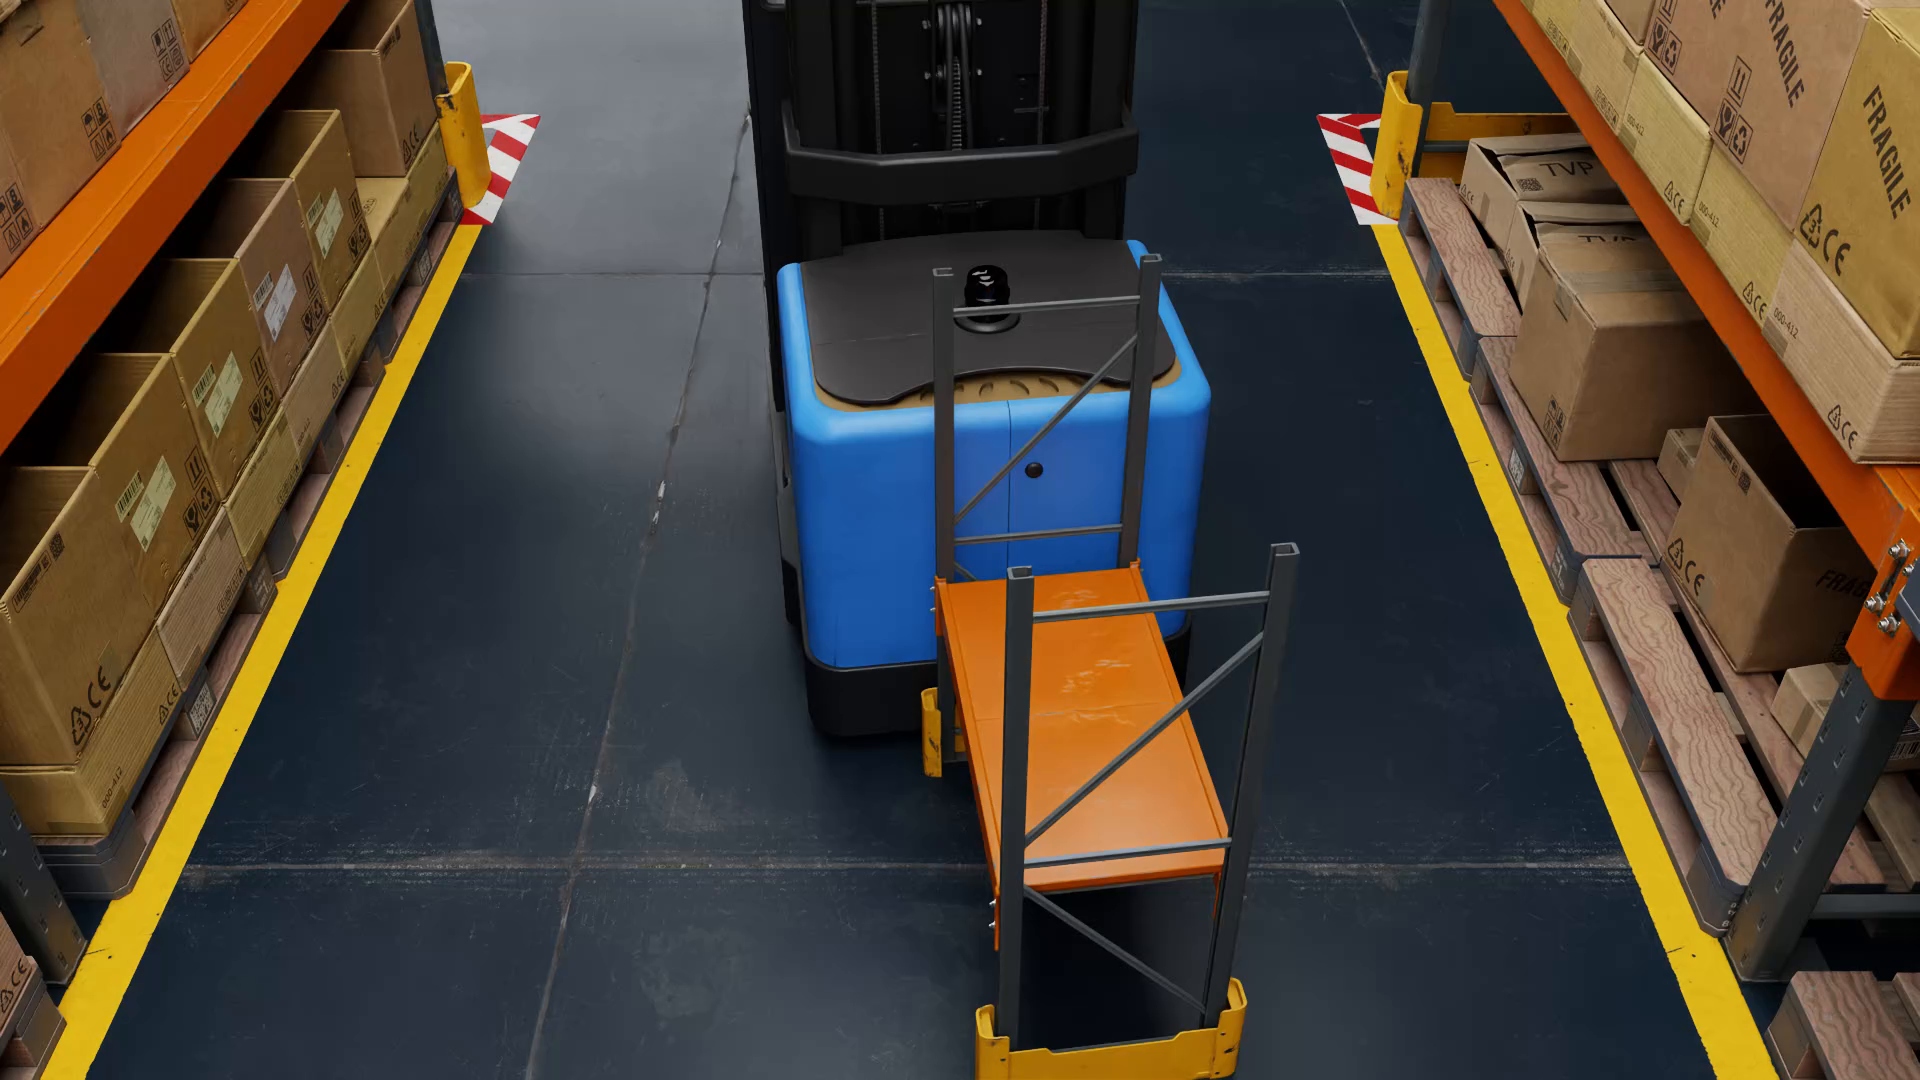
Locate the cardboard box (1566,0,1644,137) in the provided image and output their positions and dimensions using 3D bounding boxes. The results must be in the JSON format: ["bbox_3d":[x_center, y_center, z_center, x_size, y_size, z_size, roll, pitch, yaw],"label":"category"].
[{"bbox_3d":[2.032,-1.343,4.631,0.500,0.250,0.500,0,39,0],"label":"cardboard box"}]

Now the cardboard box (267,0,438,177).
[{"bbox_3d":[-2.314,-1.701,6.237,0.500,0.500,0.500,0,39,0],"label":"cardboard box"}]

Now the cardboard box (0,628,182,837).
[{"bbox_3d":[-2.305,0.468,4.131,0.500,0.250,0.500,0,39,0],"label":"cardboard box"}]

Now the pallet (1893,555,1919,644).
[{"bbox_3d":[2.201,0.396,2.511,1.003,0.211,1.213,0,39,0],"label":"pallet"}]

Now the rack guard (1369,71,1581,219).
[{"bbox_3d":[2.341,-1.636,6.891,1.175,0.500,0.348,0,39,0],"label":"rack guard"}]

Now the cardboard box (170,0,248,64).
[{"bbox_3d":[-2.625,-1.761,4.969,0.700,0.500,0.500,0,39,0],"label":"cardboard box"}]

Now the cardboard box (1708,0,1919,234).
[{"bbox_3d":[2.030,-1.007,3.612,0.500,0.500,0.500,0,39,0],"label":"cardboard box"}]

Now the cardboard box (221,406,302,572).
[{"bbox_3d":[-2.296,-0.158,4.911,0.500,0.250,0.500,0,39,0],"label":"cardboard box"}]

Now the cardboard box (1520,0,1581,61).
[{"bbox_3d":[2.034,-1.659,5.026,0.500,0.250,0.500,-1,39,-1],"label":"cardboard box"}]

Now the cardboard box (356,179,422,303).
[{"bbox_3d":[-2.304,-1.096,6.082,0.500,0.250,0.500,0,39,0],"label":"cardboard box"}]

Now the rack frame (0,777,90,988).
[{"bbox_3d":[-2.608,-0.151,3.040,1.000,3.000,0.127,0,39,0],"label":"rack frame"}]

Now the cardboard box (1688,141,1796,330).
[{"bbox_3d":[2.050,-0.714,3.846,0.500,0.250,0.500,0,39,0],"label":"cardboard box"}]

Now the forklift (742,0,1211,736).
[{"bbox_3d":[-0.087,-1.533,4.820,1.130,2.935,3.031,-5,39,-6],"label":"forklift"}]

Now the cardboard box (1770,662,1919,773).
[{"bbox_3d":[2.315,0.442,4.213,0.380,0.166,0.250,-5,39,-6],"label":"cardboard box"}]

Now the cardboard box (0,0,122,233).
[{"bbox_3d":[-2.619,-1.111,4.158,0.700,0.500,0.500,1,39,1],"label":"cardboard box"}]

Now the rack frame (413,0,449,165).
[{"bbox_3d":[-2.613,-2.653,6.162,1.000,3.000,0.127,0,39,0],"label":"rack frame"}]

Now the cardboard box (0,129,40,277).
[{"bbox_3d":[-2.622,-0.798,3.767,0.700,0.500,0.500,0,39,-1],"label":"cardboard box"}]

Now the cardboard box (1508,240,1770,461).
[{"bbox_3d":[2.203,-0.607,5.256,0.700,0.500,0.500,-2,39,-3],"label":"cardboard box"}]

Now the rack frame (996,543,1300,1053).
[{"bbox_3d":[0.328,0.620,3.277,0.500,1.500,0.032,-5,39,-6],"label":"rack frame"}]

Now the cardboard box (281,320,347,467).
[{"bbox_3d":[-2.303,-0.470,5.301,0.500,0.250,0.500,0,39,0],"label":"cardboard box"}]

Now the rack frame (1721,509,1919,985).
[{"bbox_3d":[2.346,-0.157,3.048,1.000,3.000,0.127,0,39,0],"label":"rack frame"}]

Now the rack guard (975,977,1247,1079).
[{"bbox_3d":[0.328,1.107,3.669,0.587,0.250,0.087,-5,39,-6],"label":"rack guard"}]

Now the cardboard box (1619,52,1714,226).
[{"bbox_3d":[2.034,-1.029,4.239,0.500,0.250,0.500,0,39,0],"label":"cardboard box"}]

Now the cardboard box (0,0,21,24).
[{"bbox_3d":[-2.417,-1.251,3.813,0.380,0.149,0.250,-1,39,-2],"label":"cardboard box"}]

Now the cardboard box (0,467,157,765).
[{"bbox_3d":[-2.295,0.175,3.896,0.500,0.500,0.500,0,39,0],"label":"cardboard box"}]

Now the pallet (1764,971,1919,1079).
[{"bbox_3d":[2.348,1.418,3.312,1.003,0.211,1.213,0,39,0],"label":"pallet"}]

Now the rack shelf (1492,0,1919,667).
[{"bbox_3d":[2.343,-1.127,4.833,1.077,0.370,4.000,0,39,0],"label":"rack shelf"}]

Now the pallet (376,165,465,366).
[{"bbox_3d":[-2.570,-1.086,6.437,1.003,0.211,1.213,0,39,0],"label":"pallet"}]

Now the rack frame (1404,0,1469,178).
[{"bbox_3d":[2.341,-2.659,6.169,1.000,3.000,0.127,0,39,0],"label":"rack frame"}]

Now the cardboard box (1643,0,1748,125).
[{"bbox_3d":[2.040,-1.322,4.005,0.500,0.500,0.500,-1,39,-1],"label":"cardboard box"}]

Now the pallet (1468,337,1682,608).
[{"bbox_3d":[2.305,-0.254,5.398,1.003,0.211,1.213,0,39,0],"label":"pallet"}]

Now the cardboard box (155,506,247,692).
[{"bbox_3d":[-2.301,0.155,4.521,0.500,0.250,0.500,0,39,0],"label":"cardboard box"}]

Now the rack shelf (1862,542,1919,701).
[{"bbox_3d":[2.348,1.374,1.712,1.077,0.370,4.000,0,39,0],"label":"rack shelf"}]

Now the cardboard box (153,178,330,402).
[{"bbox_3d":[-2.299,-0.763,5.067,0.500,0.500,0.500,0,39,0],"label":"cardboard box"}]

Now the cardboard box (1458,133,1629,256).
[{"bbox_3d":[2.252,-1.348,6.332,0.500,0.311,0.500,-4,39,-5],"label":"cardboard box"}]

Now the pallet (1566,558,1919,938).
[{"bbox_3d":[2.310,0.511,4.444,1.003,0.211,1.213,0,39,0],"label":"pallet"}]

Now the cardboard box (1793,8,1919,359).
[{"bbox_3d":[2.036,-0.695,3.222,0.500,0.500,0.500,0,39,0],"label":"cardboard box"}]

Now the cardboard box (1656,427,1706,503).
[{"bbox_3d":[2.364,-0.217,5.050,0.380,0.149,0.250,-3,39,-4],"label":"cardboard box"}]

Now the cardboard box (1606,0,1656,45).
[{"bbox_3d":[2.039,-1.647,4.411,0.500,0.500,0.500,1,39,1],"label":"cardboard box"}]

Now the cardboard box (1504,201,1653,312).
[{"bbox_3d":[2.253,-0.992,5.887,0.500,0.311,0.500,3,39,4],"label":"cardboard box"}]

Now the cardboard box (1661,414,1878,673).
[{"bbox_3d":[2.305,-0.003,4.502,0.500,0.500,0.500,-3,39,-3],"label":"cardboard box"}]

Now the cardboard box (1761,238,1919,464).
[{"bbox_3d":[2.042,-0.403,3.458,0.500,0.250,0.500,0,39,0],"label":"cardboard box"}]

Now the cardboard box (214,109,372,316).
[{"bbox_3d":[-2.299,-1.076,5.457,0.500,0.500,0.500,0,39,0],"label":"cardboard box"}]

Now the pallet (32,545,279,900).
[{"bbox_3d":[-2.567,0.439,4.533,1.003,0.211,1.213,0,39,0],"label":"pallet"}]

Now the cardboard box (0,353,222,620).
[{"bbox_3d":[-2.304,-0.138,4.287,0.500,0.500,0.500,0,39,0],"label":"cardboard box"}]

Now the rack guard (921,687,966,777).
[{"bbox_3d":[0.193,0.490,4.439,0.587,0.250,0.087,-5,39,-6],"label":"rack guard"}]

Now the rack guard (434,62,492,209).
[{"bbox_3d":[-2.613,-1.692,6.962,1.175,0.500,0.348,0,39,0],"label":"rack guard"}]

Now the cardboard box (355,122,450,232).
[{"bbox_3d":[-2.316,-1.409,6.472,0.500,0.250,0.500,0,39,0],"label":"cardboard box"}]

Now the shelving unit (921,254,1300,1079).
[{"bbox_3d":[0.260,0.311,3.663,0.587,1.500,1.083,-5,39,-6],"label":"shelving unit"}]

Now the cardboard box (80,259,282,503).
[{"bbox_3d":[-2.297,-0.450,4.677,0.500,0.500,0.500,0,39,0],"label":"cardboard box"}]

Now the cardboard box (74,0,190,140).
[{"bbox_3d":[-2.620,-1.432,4.558,0.700,0.500,0.500,1,39,1],"label":"cardboard box"}]

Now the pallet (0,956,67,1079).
[{"bbox_3d":[-2.568,1.397,3.337,1.003,0.211,1.213,0,39,0],"label":"pallet"}]

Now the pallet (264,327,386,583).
[{"bbox_3d":[-2.571,-0.325,5.487,1.003,0.211,1.213,0,39,0],"label":"pallet"}]

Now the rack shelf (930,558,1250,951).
[{"bbox_3d":[0.259,0.445,3.782,0.538,0.185,1.000,-5,39,-6],"label":"rack shelf"}]

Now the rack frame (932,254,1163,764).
[{"bbox_3d":[0.190,-0.010,4.063,0.500,1.500,0.032,-5,39,-6],"label":"rack frame"}]

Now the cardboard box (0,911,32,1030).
[{"bbox_3d":[-2.318,1.017,3.445,0.500,0.250,0.500,0,39,0],"label":"cardboard box"}]

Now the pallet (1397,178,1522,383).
[{"bbox_3d":[2.307,-1.015,6.348,1.003,0.211,1.213,0,39,0],"label":"pallet"}]

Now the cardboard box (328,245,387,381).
[{"bbox_3d":[-2.302,-0.783,5.692,0.500,0.250,0.500,0,39,0],"label":"cardboard box"}]
